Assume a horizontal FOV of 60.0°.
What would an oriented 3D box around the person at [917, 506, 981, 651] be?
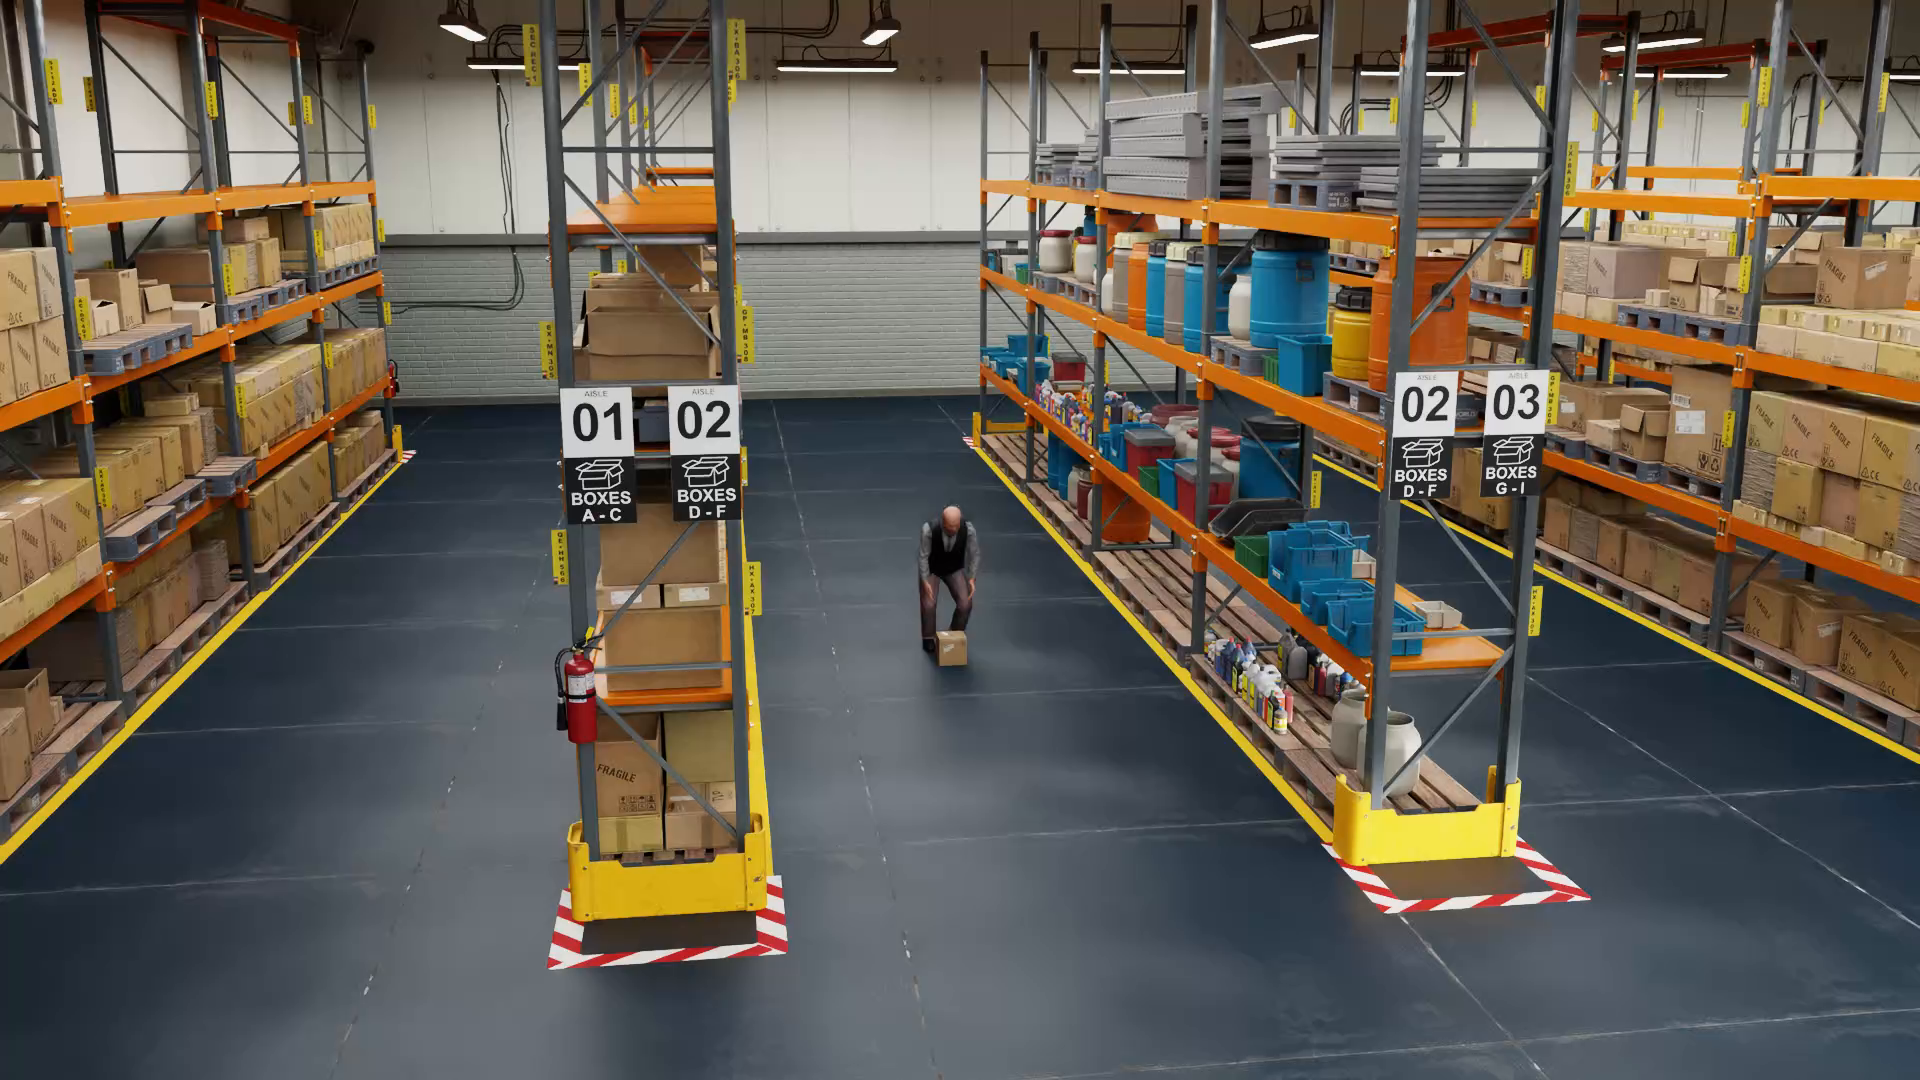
[{"bbox_3d":[-0.115,0.325,15.353,0.591,1.404,0.709,-2,13,-8],"label":"person"}]
